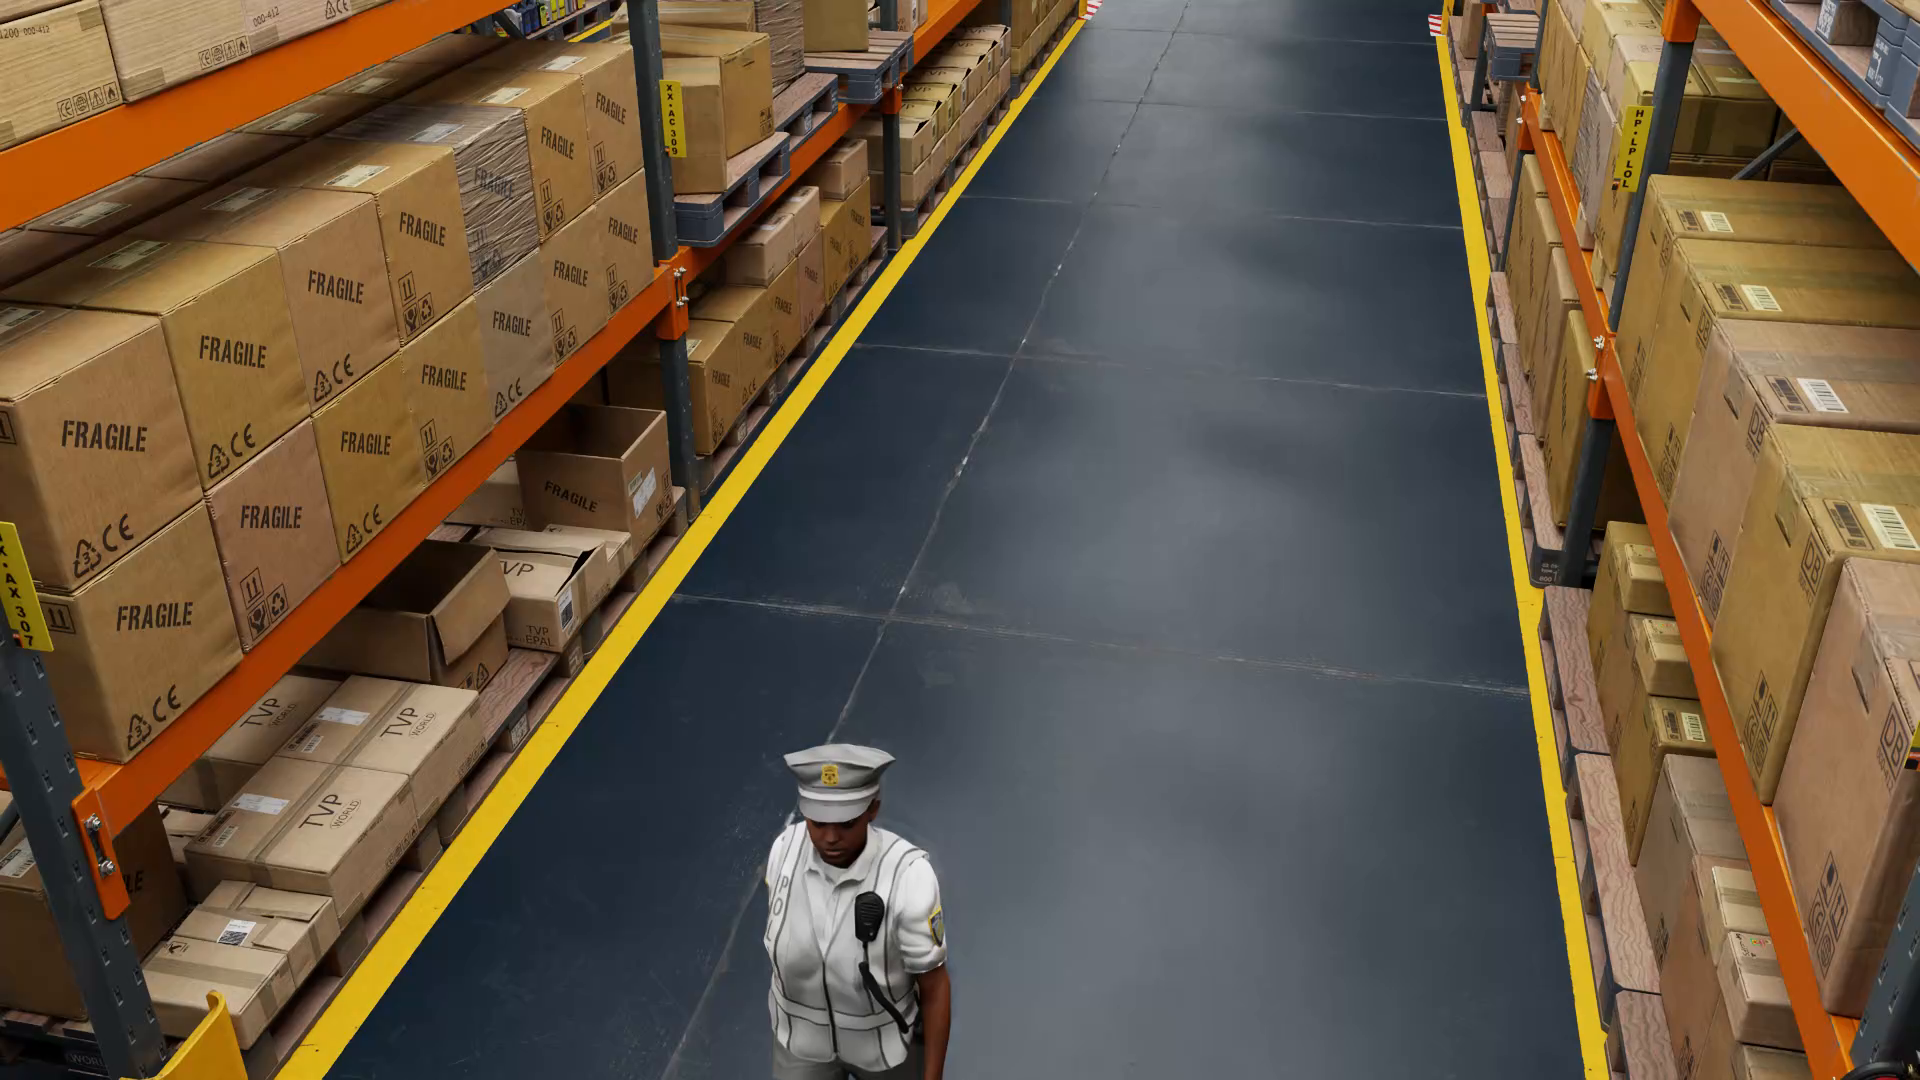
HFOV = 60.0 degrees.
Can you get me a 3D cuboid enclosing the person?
[{"bbox_3d":[-0.245,1.176,3.963,0.480,1.640,0.992,6,29,10],"label":"person"}]
